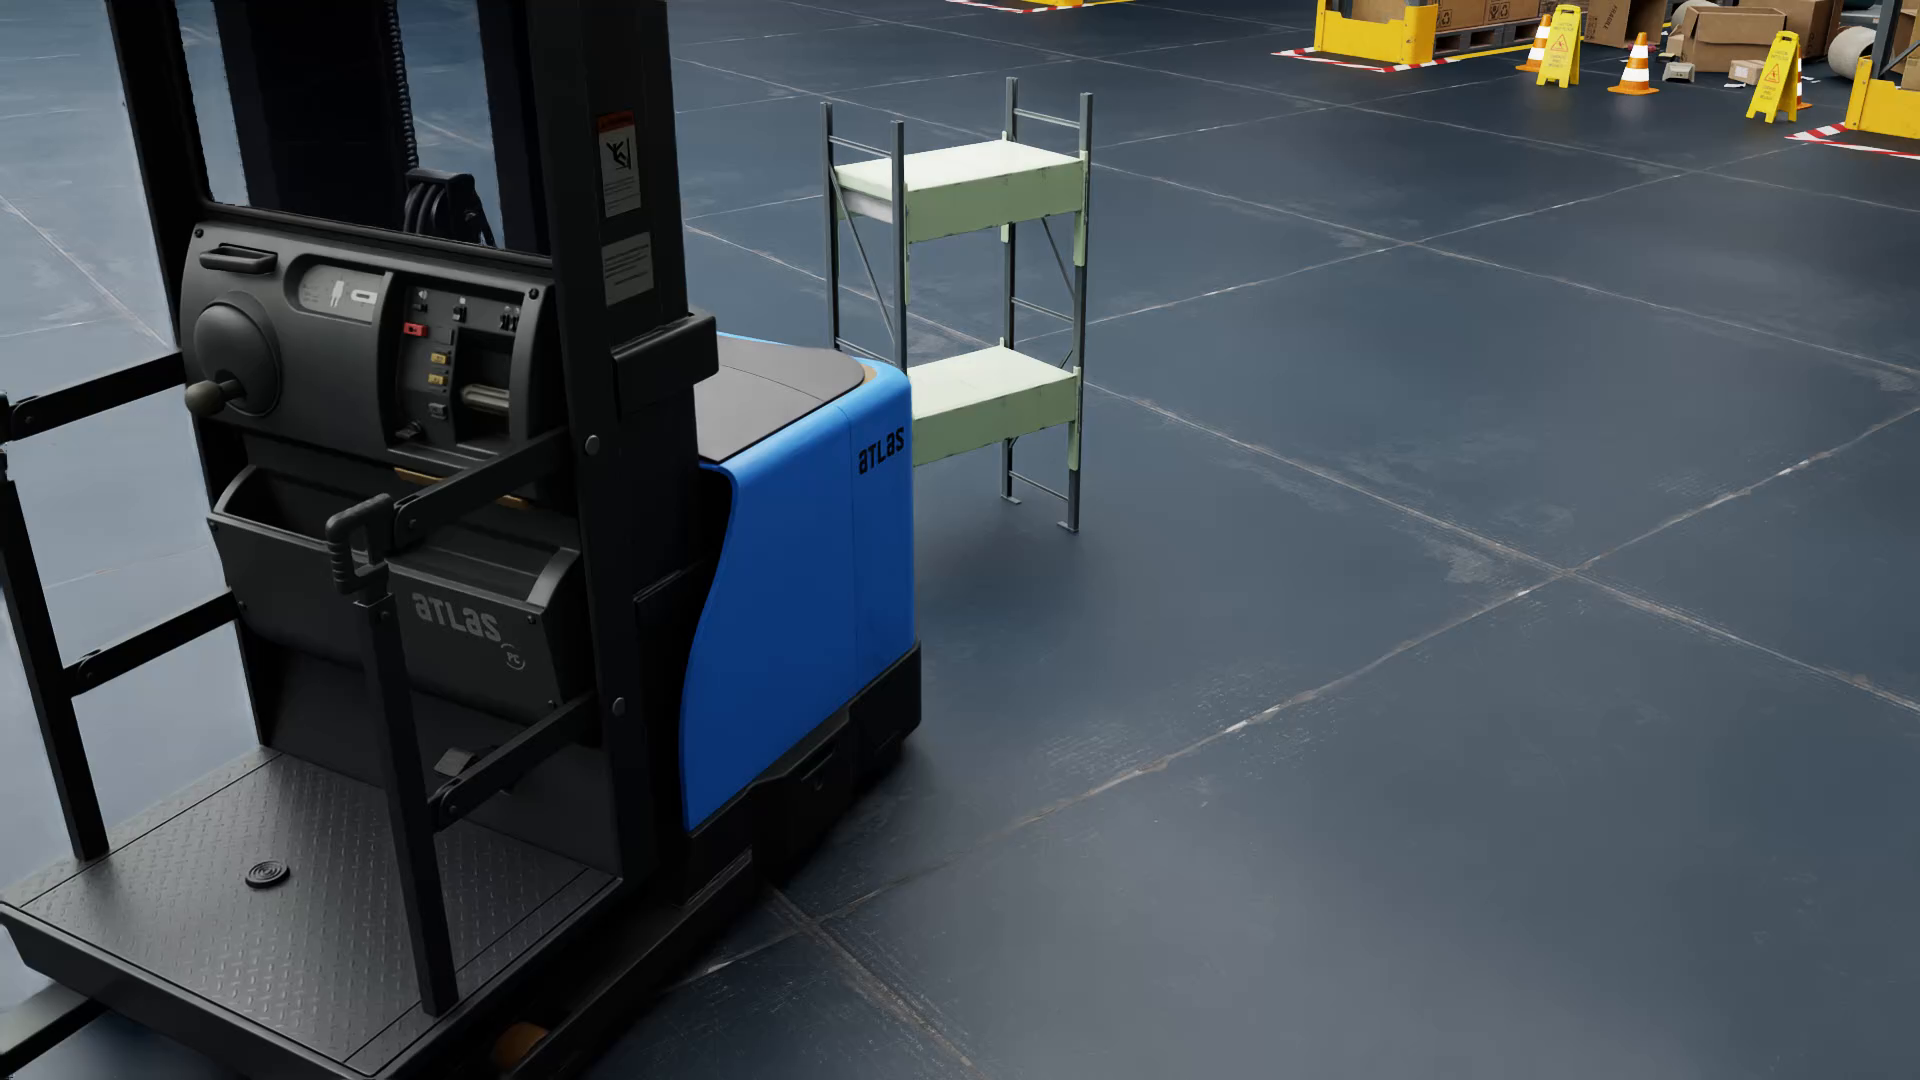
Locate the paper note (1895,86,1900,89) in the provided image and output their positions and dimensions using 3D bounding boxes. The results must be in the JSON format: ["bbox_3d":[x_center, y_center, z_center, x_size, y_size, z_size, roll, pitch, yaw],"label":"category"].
[{"bbox_3d":[7.780,-3.781,13.860,0.142,0.019,0.148,15,29,29],"label":"paper note"}]

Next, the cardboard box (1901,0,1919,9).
[{"bbox_3d":[9.002,-5.086,15.216,0.500,0.500,0.500,-18,31,-34],"label":"cardboard box"}]

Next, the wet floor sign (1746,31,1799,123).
[{"bbox_3d":[6.167,-3.493,12.509,0.232,0.644,0.267,-8,26,-16],"label":"wet floor sign"}]

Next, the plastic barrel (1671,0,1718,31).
[{"bbox_3d":[7.044,-4.937,15.884,0.421,0.421,0.512,1,25,2],"label":"plastic barrel"}]

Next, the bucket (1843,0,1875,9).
[{"bbox_3d":[8.306,-5.314,15.719,0.620,0.611,0.726,2,23,-21],"label":"bucket"}]

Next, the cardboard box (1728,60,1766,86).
[{"bbox_3d":[6.761,-3.972,14.131,0.250,0.149,0.380,-3,25,-7],"label":"cardboard box"}]

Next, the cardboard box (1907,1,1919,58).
[{"bbox_3d":[7.446,-3.833,12.323,0.500,0.500,0.500,-18,30,-34],"label":"cardboard box"}]

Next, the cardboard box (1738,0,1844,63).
[{"bbox_3d":[7.527,-4.725,15.173,0.503,0.637,0.797,-18,31,-34],"label":"cardboard box"}]

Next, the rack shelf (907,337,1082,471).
[{"bbox_3d":[-0.005,-0.383,5.568,0.720,0.370,0.431,-18,31,-34],"label":"rack shelf"}]

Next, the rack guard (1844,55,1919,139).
[{"bbox_3d":[7.036,-3.141,11.925,0.348,0.500,1.175,-18,31,-34],"label":"rack guard"}]

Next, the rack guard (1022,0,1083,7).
[{"bbox_3d":[0.921,-6.424,18.999,0.348,0.500,1.175,-18,31,-34],"label":"rack guard"}]

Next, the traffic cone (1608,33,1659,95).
[{"bbox_3d":[5.567,-3.923,13.654,0.334,0.463,0.336,-18,31,-34],"label":"traffic cone"}]

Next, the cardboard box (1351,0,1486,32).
[{"bbox_3d":[4.336,-5.294,15.618,0.875,0.875,0.875,-18,30,-34],"label":"cardboard box"}]

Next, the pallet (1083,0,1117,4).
[{"bbox_3d":[1.583,-6.493,19.489,1.213,0.211,1.003,-18,31,-34],"label":"pallet"}]

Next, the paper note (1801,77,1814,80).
[{"bbox_3d":[7.253,-3.979,14.302,0.142,0.019,0.148,-8,26,-16],"label":"paper note"}]

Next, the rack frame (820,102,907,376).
[{"bbox_3d":[-0.293,-0.583,5.226,0.023,1.500,0.400,-18,31,-34],"label":"rack frame"}]

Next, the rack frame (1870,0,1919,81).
[{"bbox_3d":[6.977,-4.255,11.356,0.127,3.000,1.000,-18,31,-34],"label":"rack frame"}]

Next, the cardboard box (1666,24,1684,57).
[{"bbox_3d":[6.774,-4.611,15.371,0.258,0.266,0.396,-13,28,-25],"label":"cardboard box"}]

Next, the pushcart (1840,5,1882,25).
[{"bbox_3d":[8.678,-4.847,15.746,1.648,0.377,0.936,15,29,29],"label":"pushcart"}]

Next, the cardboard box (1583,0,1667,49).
[{"bbox_3d":[6.402,-5.032,15.996,0.500,0.500,0.500,-13,28,-25],"label":"cardboard box"}]

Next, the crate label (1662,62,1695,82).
[{"bbox_3d":[6.147,-4.000,14.207,0.250,0.136,0.298,10,27,20],"label":"crate label"}]

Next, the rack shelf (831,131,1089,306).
[{"bbox_3d":[-0.005,-1.033,5.266,0.720,0.370,0.431,-18,31,-34],"label":"rack shelf"}]

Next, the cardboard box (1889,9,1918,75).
[{"bbox_3d":[8.442,-4.334,14.492,0.500,0.500,0.500,1,25,2],"label":"cardboard box"}]

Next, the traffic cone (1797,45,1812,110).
[{"bbox_3d":[6.519,-3.644,13.052,0.334,0.463,0.336,-18,31,-34],"label":"traffic cone"}]

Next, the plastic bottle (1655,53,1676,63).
[{"bbox_3d":[6.435,-4.396,15.149,0.133,0.061,0.283,15,29,29],"label":"plastic bottle"}]

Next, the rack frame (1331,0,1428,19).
[{"bbox_3d":[3.843,-5.869,14.833,0.127,3.000,1.000,-18,31,-34],"label":"rack frame"}]

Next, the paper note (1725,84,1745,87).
[{"bbox_3d":[6.492,-3.814,13.931,0.148,0.019,0.142,15,29,29],"label":"paper note"}]

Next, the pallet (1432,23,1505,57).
[{"bbox_3d":[4.424,-4.838,15.923,1.213,0.211,1.003,-18,31,-34],"label":"pallet"}]

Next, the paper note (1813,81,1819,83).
[{"bbox_3d":[7.278,-3.898,14.136,0.123,0.001,0.032,-18,31,-34],"label":"paper note"}]

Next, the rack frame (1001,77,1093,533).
[{"bbox_3d":[0.283,-0.774,5.635,0.023,1.500,0.400,-18,31,-34],"label":"rack frame"}]

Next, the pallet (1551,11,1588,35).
[{"bbox_3d":[6.344,-5.472,17.289,1.213,0.211,1.003,-18,31,-34],"label":"pallet"}]

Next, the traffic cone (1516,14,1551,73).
[{"bbox_3d":[5.137,-4.386,14.651,0.334,0.463,0.336,-18,31,-34],"label":"traffic cone"}]

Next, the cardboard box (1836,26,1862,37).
[{"bbox_3d":[8.159,-4.554,15.247,0.258,0.266,0.396,5,25,11],"label":"cardboard box"}]

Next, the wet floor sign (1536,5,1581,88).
[{"bbox_3d":[5.042,-4.138,13.899,0.267,0.644,0.232,21,32,37],"label":"wet floor sign"}]

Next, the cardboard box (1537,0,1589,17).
[{"bbox_3d":[5.745,-5.759,16.621,0.875,0.875,0.875,-18,30,-34],"label":"cardboard box"}]

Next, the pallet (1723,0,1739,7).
[{"bbox_3d":[8.512,-6.187,18.831,1.213,0.211,1.003,-18,31,-34],"label":"pallet"}]

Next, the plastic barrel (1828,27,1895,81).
[{"bbox_3d":[7.668,-4.125,14.135,0.421,0.421,0.512,1,25,2],"label":"plastic barrel"}]

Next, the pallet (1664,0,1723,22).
[{"bbox_3d":[7.551,-5.869,18.144,1.213,0.211,1.003,-18,31,-34],"label":"pallet"}]

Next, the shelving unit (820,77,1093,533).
[{"bbox_3d":[-0.005,-0.679,5.431,0.755,1.500,0.431,-18,31,-34],"label":"shelving unit"}]

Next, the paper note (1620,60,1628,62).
[{"bbox_3d":[6.091,-4.356,15.101,0.142,0.017,0.144,-8,26,-16],"label":"paper note"}]

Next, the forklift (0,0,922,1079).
[{"bbox_3d":[-1.257,-0.345,3.011,1.130,2.935,3.031,13,28,26],"label":"forklift"}]

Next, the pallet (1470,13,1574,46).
[{"bbox_3d":[5.383,-5.153,16.602,1.213,0.211,1.003,-18,31,-34],"label":"pallet"}]

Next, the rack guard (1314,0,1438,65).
[{"bbox_3d":[3.824,-4.729,15.346,0.348,0.500,1.175,-18,31,-34],"label":"rack guard"}]

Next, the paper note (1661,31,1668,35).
[{"bbox_3d":[7.020,-5.087,16.674,0.147,0.020,0.142,5,25,11],"label":"paper note"}]

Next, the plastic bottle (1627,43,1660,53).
[{"bbox_3d":[6.452,-4.636,15.667,0.283,0.061,0.133,15,29,29],"label":"plastic bottle"}]

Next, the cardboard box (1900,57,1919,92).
[{"bbox_3d":[7.466,-3.504,12.504,0.500,0.250,0.500,-18,31,-34],"label":"cardboard box"}]

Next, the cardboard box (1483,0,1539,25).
[{"bbox_3d":[5.027,-5.523,16.112,0.875,0.875,0.875,-19,31,-35],"label":"cardboard box"}]

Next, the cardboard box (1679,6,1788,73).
[{"bbox_3d":[6.797,-4.418,14.672,0.797,0.503,0.637,5,25,11],"label":"cardboard box"}]
